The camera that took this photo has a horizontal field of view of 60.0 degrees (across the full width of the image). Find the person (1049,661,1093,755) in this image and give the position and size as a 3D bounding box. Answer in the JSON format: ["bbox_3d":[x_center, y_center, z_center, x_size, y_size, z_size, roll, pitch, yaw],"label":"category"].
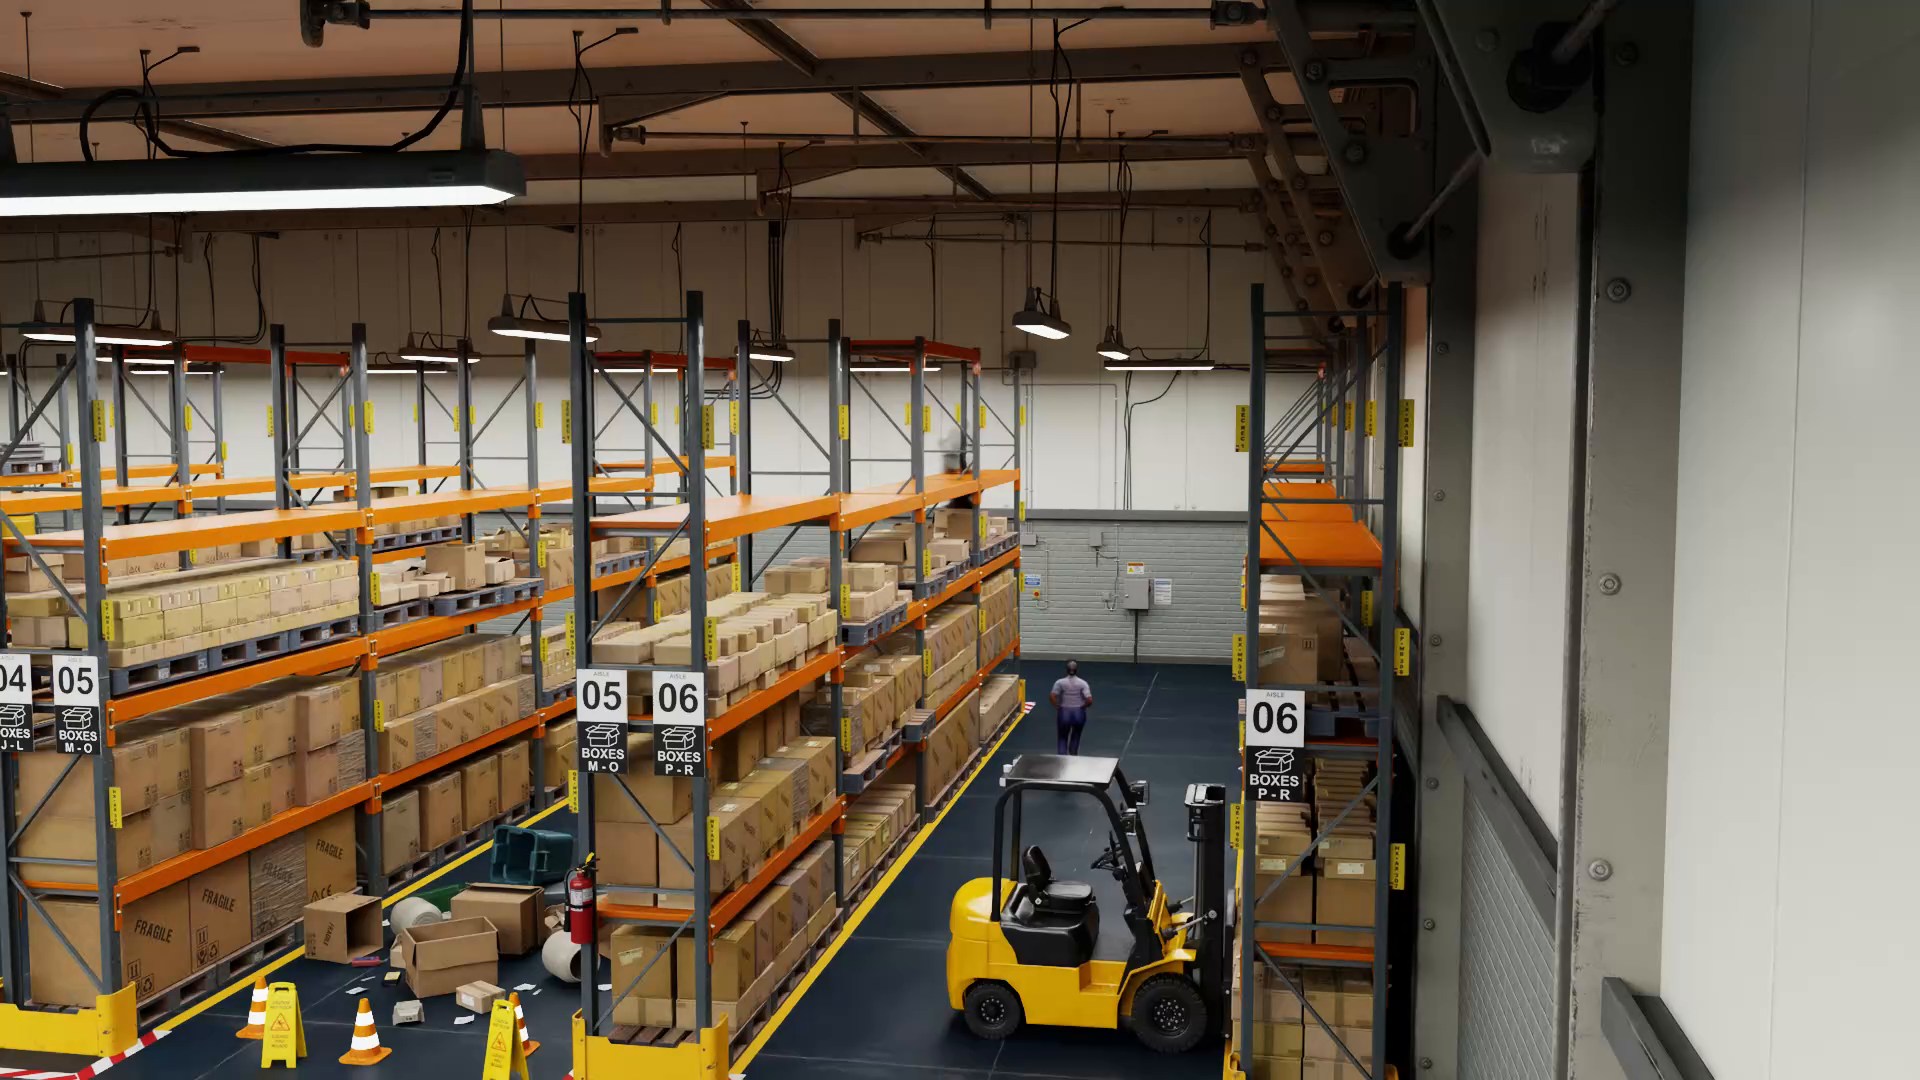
[{"bbox_3d":[1.559,2.467,23.316,0.601,1.562,0.611,1,5,7],"label":"person"}]
